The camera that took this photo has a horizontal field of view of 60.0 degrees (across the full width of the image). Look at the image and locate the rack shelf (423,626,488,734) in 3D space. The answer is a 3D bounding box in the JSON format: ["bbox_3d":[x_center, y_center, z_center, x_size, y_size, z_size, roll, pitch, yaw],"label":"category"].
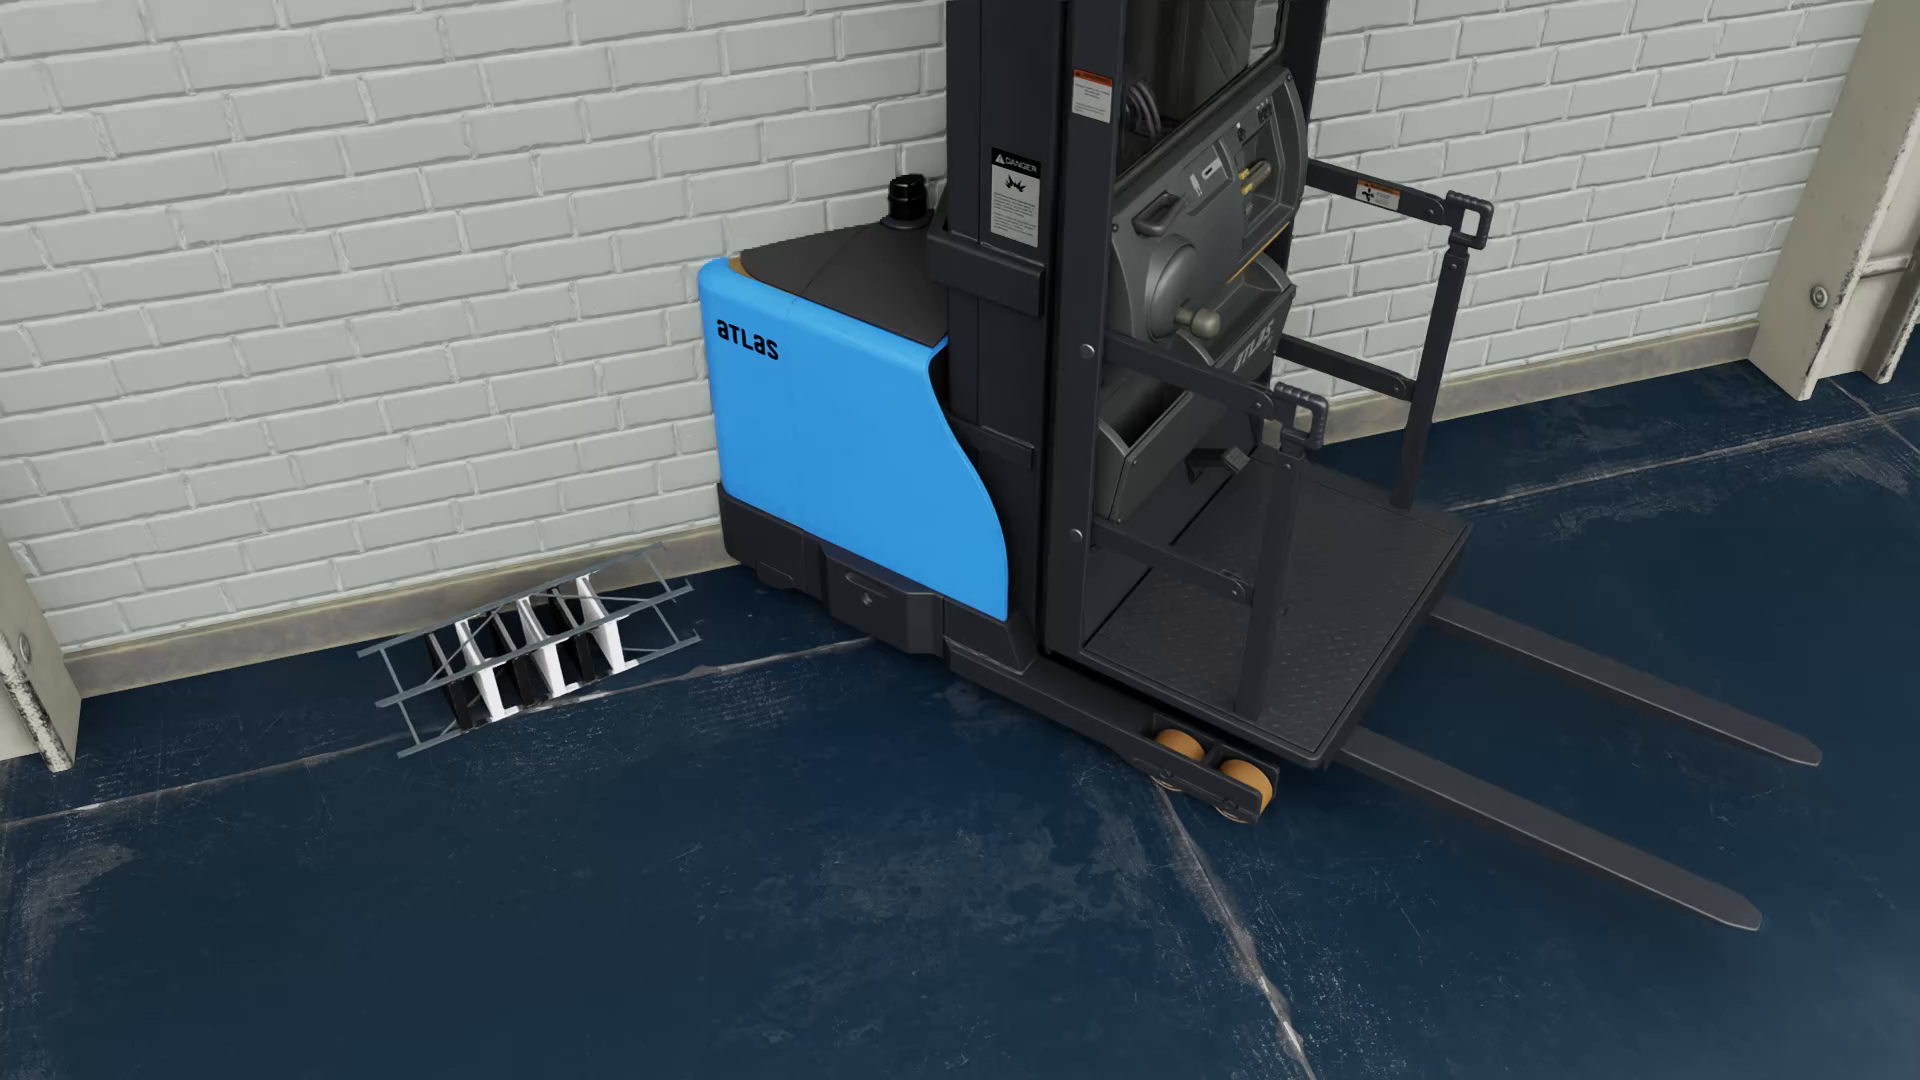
[{"bbox_3d":[-1.416,0.382,4.650,0.077,0.200,0.258,-21,45,-22],"label":"rack shelf"}]

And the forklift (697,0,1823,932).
[{"bbox_3d":[0.781,-0.760,3.892,3.031,2.935,1.130,24,46,25],"label":"forklift"}]

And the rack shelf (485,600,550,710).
[{"bbox_3d":[-1.261,0.321,4.718,0.077,0.200,0.258,-21,45,-22],"label":"rack shelf"}]

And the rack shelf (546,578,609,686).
[{"bbox_3d":[-1.105,0.260,4.785,0.077,0.200,0.258,-21,45,-22],"label":"rack shelf"}]

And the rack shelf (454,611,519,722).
[{"bbox_3d":[-1.338,0.352,4.684,0.077,0.200,0.258,-21,45,-22],"label":"rack shelf"}]

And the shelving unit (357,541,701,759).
[{"bbox_3d":[-1.212,0.302,4.739,0.900,0.210,0.258,-21,45,-22],"label":"shelving unit"}]

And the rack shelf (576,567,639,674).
[{"bbox_3d":[-1.027,0.230,4.819,0.077,0.200,0.258,-21,45,-22],"label":"rack shelf"}]

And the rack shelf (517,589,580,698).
[{"bbox_3d":[-1.183,0.291,4.751,0.077,0.200,0.258,-21,45,-22],"label":"rack shelf"}]

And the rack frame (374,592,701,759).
[{"bbox_3d":[-1.211,0.378,4.806,0.900,0.006,0.240,-21,45,-22],"label":"rack frame"}]

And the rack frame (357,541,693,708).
[{"bbox_3d":[-1.212,0.226,4.672,0.900,0.006,0.240,-21,45,-22],"label":"rack frame"}]
